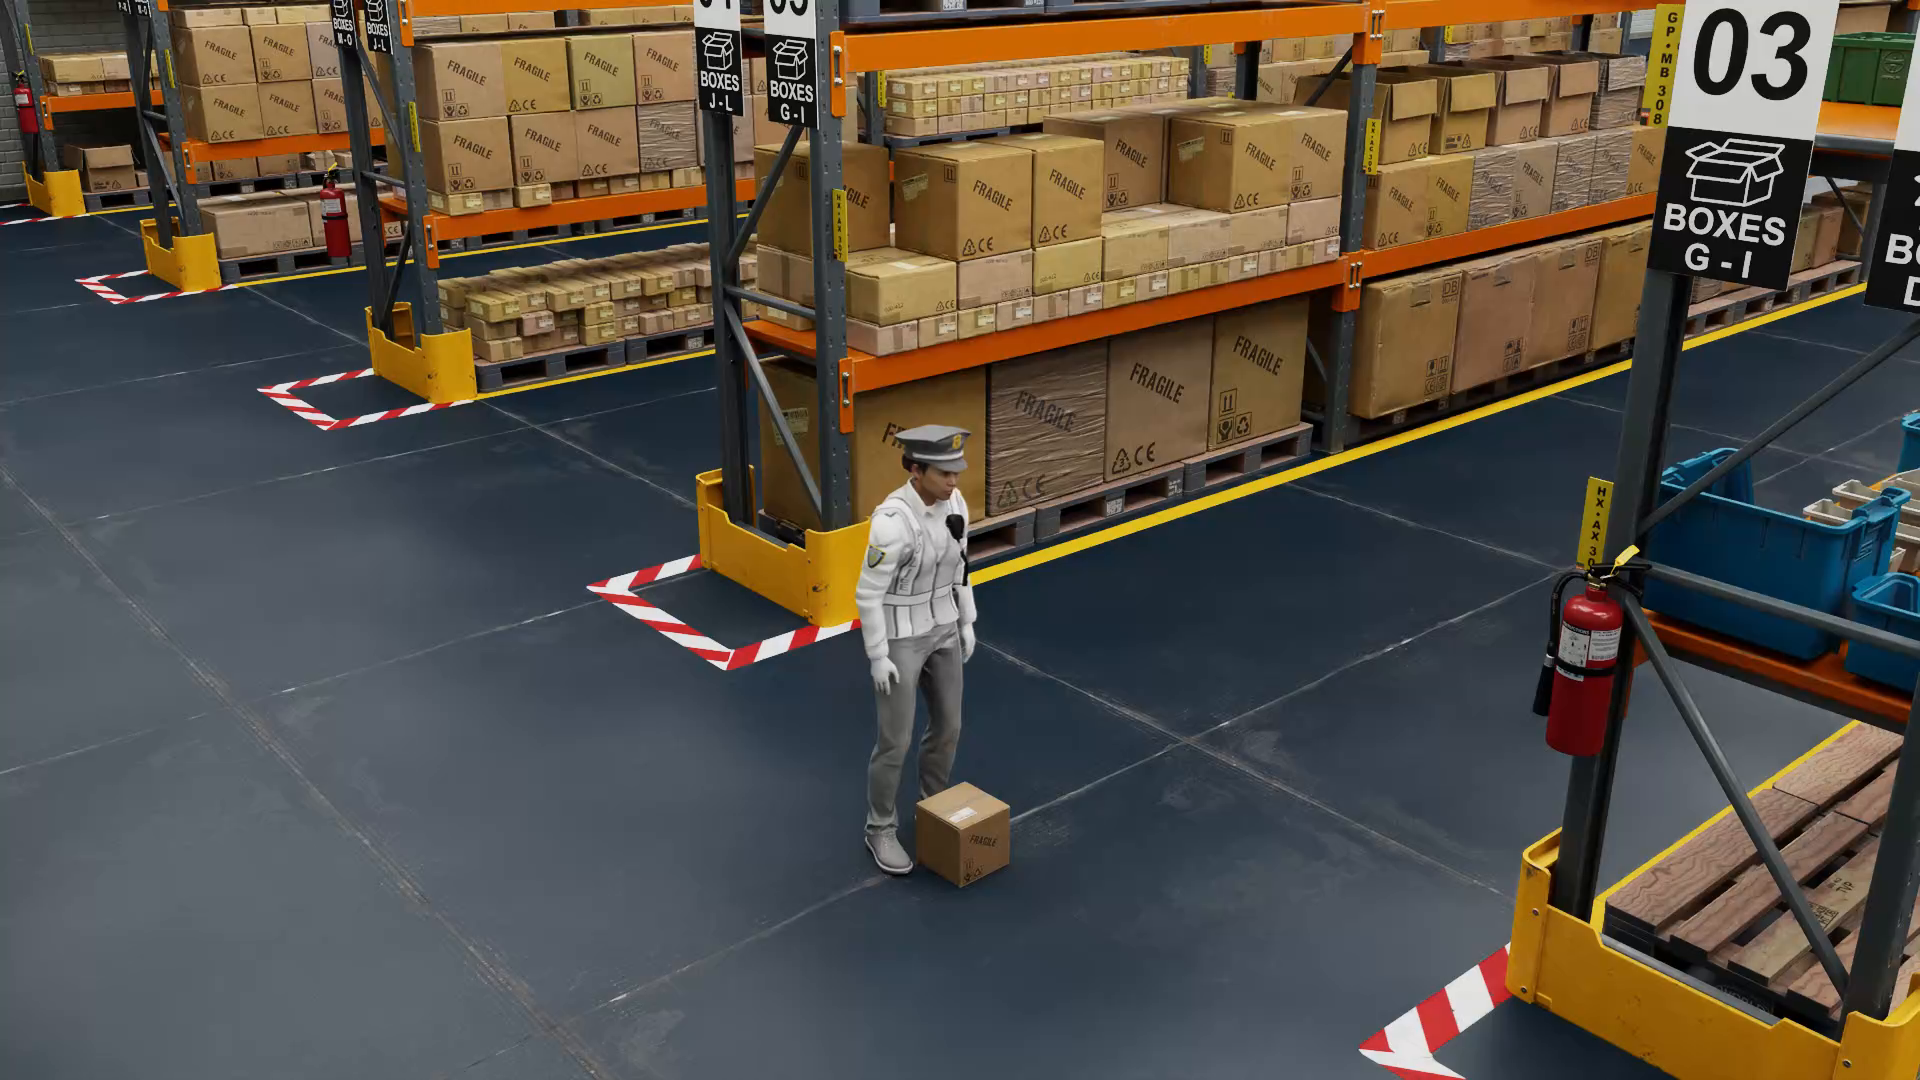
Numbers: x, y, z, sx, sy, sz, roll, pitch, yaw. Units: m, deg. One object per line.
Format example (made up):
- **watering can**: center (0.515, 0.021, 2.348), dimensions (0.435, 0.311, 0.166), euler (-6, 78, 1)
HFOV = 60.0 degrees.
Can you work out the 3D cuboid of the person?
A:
- **person**: center (-0.147, 0.375, 6.118), dimensions (0.546, 1.654, 0.375), euler (-19, 28, -41)
